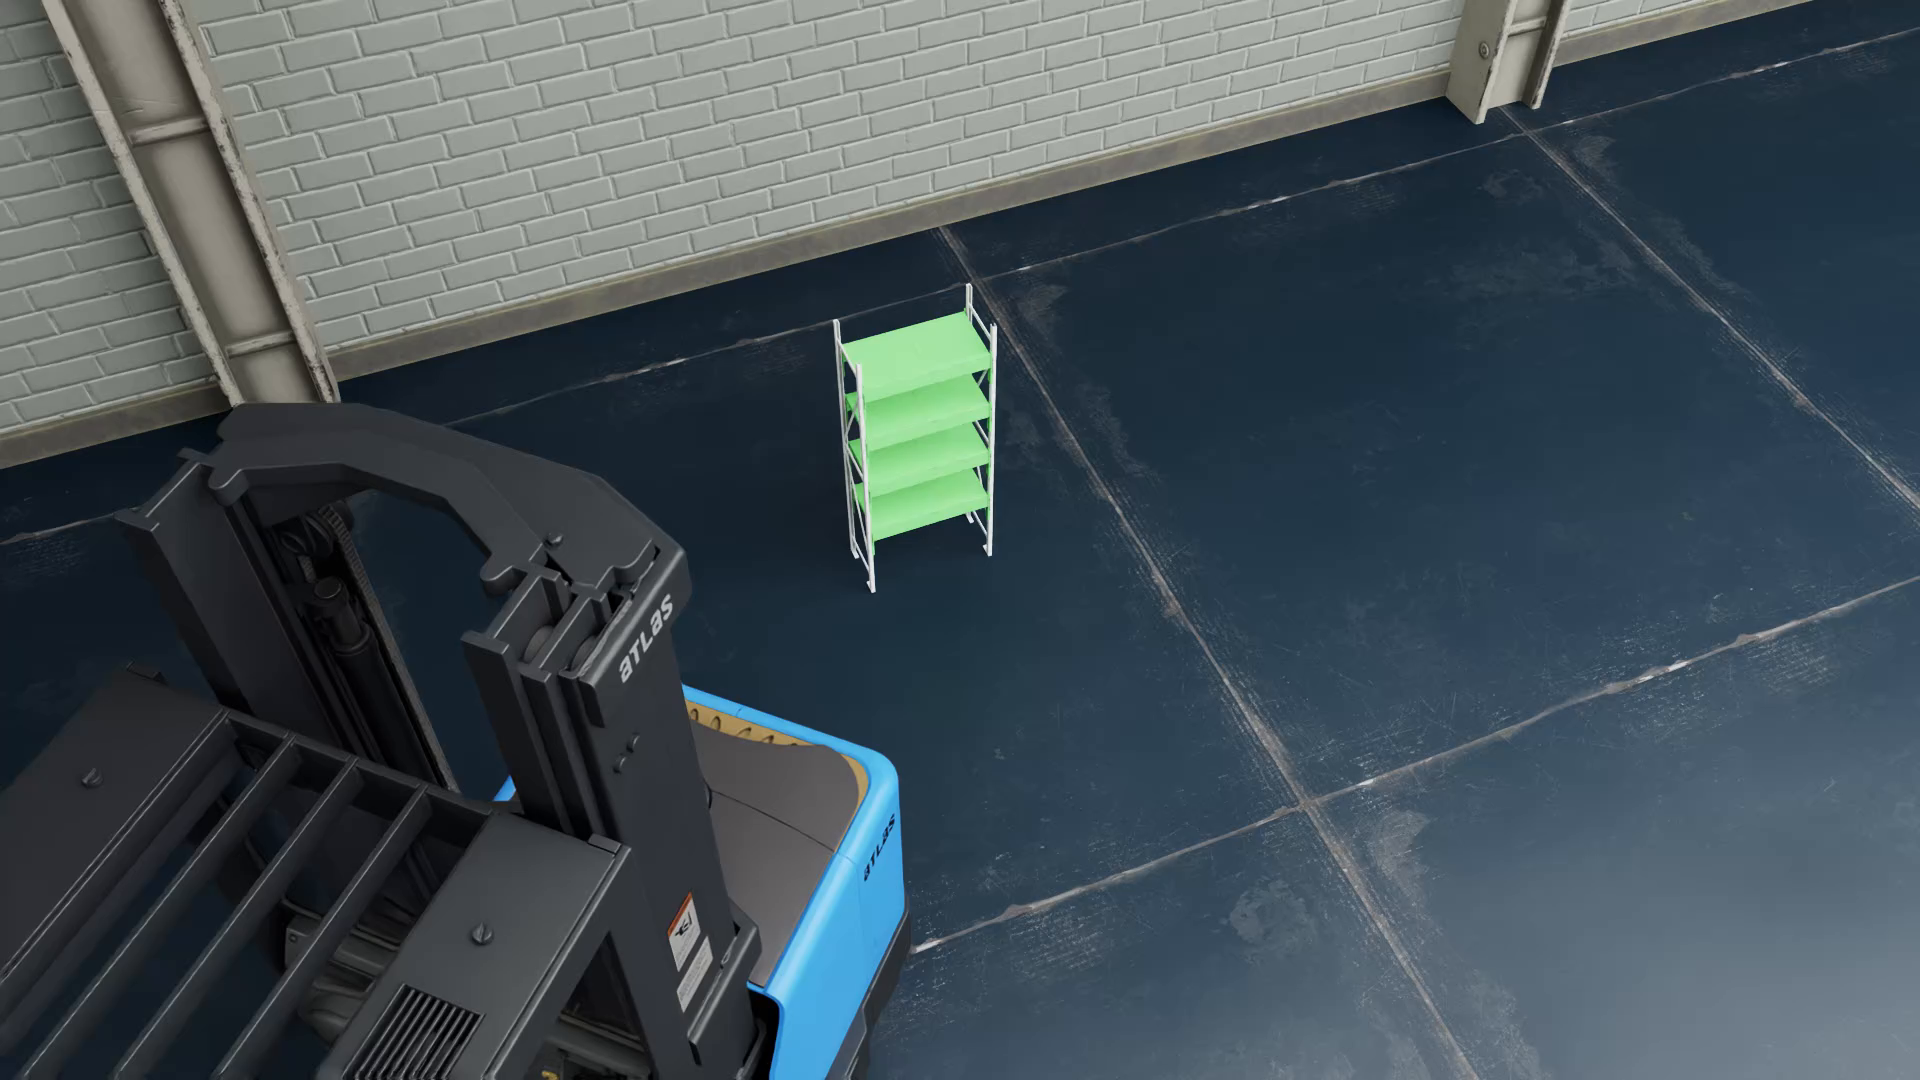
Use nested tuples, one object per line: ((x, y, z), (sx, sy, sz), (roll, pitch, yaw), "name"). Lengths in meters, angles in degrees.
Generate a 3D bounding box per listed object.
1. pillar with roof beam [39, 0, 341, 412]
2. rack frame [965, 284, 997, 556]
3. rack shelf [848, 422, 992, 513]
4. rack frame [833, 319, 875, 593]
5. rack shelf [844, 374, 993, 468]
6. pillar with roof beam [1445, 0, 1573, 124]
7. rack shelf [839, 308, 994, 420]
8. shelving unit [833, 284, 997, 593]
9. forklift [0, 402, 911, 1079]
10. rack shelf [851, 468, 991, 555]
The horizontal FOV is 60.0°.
((-1.202, -0.449, 1.045), (0.400, 9.000, 9.100), (-17, 52, -14), "pillar with roof beam")
((0.073, -0.413, 6.155), (0.015, 1.200, 0.240), (-17, 52, -14), "rack frame")
((-0.153, -0.302, 6.143), (0.480, 0.148, 0.258), (-17, 52, -14), "rack shelf")
((-0.379, -0.273, 6.035), (0.015, 1.200, 0.240), (-17, 52, -14), "rack frame")
((-0.153, -0.458, 5.961), (0.480, 0.148, 0.258), (-17, 52, -14), "rack shelf")
((4.352, -2.170, 2.523), (0.400, 9.000, 9.100), (-17, 52, -14), "pillar with roof beam")
((-0.153, -0.614, 5.779), (0.480, 0.148, 0.258), (-17, 52, -14), "rack shelf")
((-0.153, -0.343, 6.095), (0.503, 1.200, 0.258), (-17, 52, -14), "shelving unit")
((-1.180, 1.258, 3.578), (1.130, 2.935, 3.031), (17, 51, 14), "forklift")
((-0.153, -0.145, 6.325), (0.480, 0.148, 0.258), (-17, 52, -14), "rack shelf")
